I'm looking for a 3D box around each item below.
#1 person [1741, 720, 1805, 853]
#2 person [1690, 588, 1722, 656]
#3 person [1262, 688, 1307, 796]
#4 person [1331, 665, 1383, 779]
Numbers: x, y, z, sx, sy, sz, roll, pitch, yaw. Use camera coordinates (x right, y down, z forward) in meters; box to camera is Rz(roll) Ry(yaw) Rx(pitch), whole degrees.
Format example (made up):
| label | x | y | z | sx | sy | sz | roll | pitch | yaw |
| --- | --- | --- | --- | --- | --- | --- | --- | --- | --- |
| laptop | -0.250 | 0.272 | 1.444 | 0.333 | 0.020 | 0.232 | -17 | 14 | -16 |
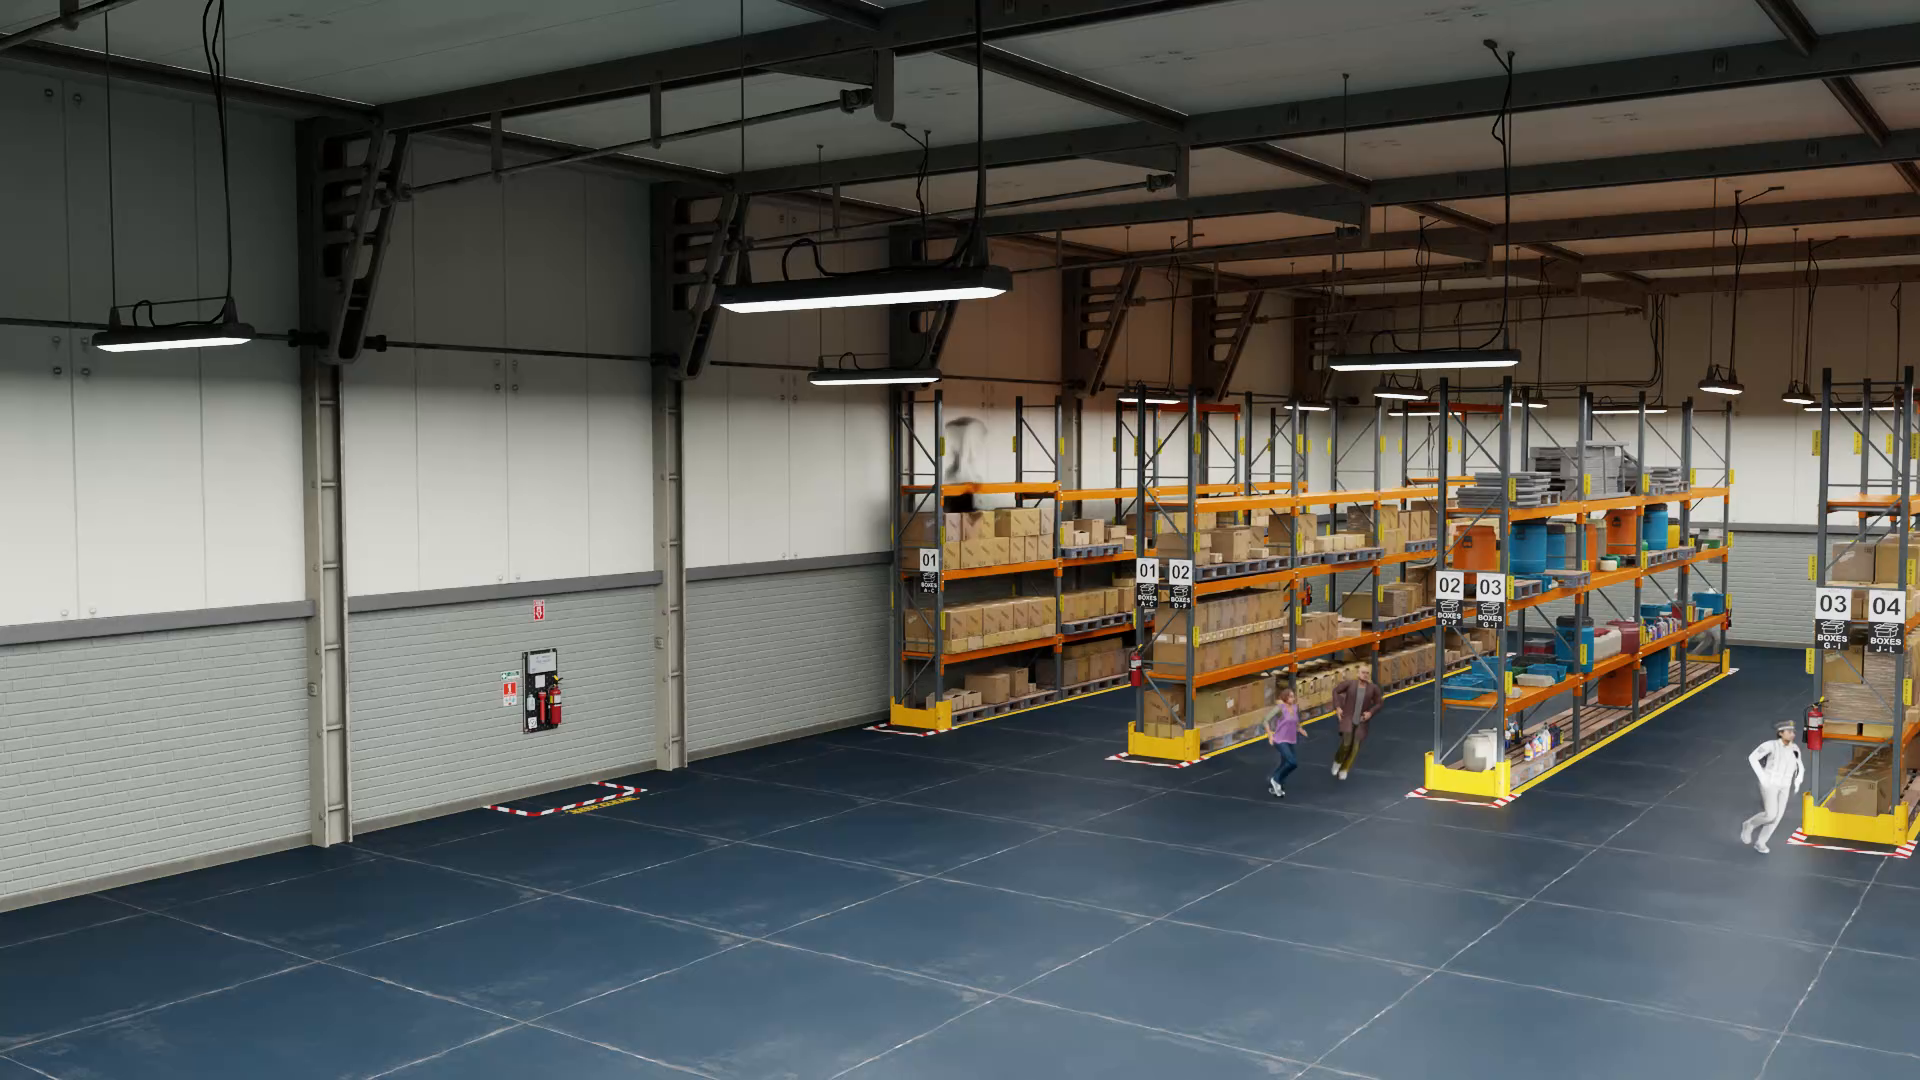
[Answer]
| label | x | y | z | sx | sy | sz | roll | pitch | yaw |
| --- | --- | --- | --- | --- | --- | --- | --- | --- | --- |
| person | 10.107 | 3.032 | 20.570 | 0.673 | 1.641 | 0.522 | 0 | 3 | -8 |
| person | 17.182 | 1.981 | 38.141 | 0.828 | 1.799 | 0.668 | 3 | 4 | 43 |
| person | 4.625 | 2.878 | 23.583 | 0.510 | 1.553 | 0.688 | -3 | 4 | -38 |
| person | 5.973 | 2.738 | 24.974 | 0.728 | 1.728 | 0.612 | 0 | 3 | 4 |
